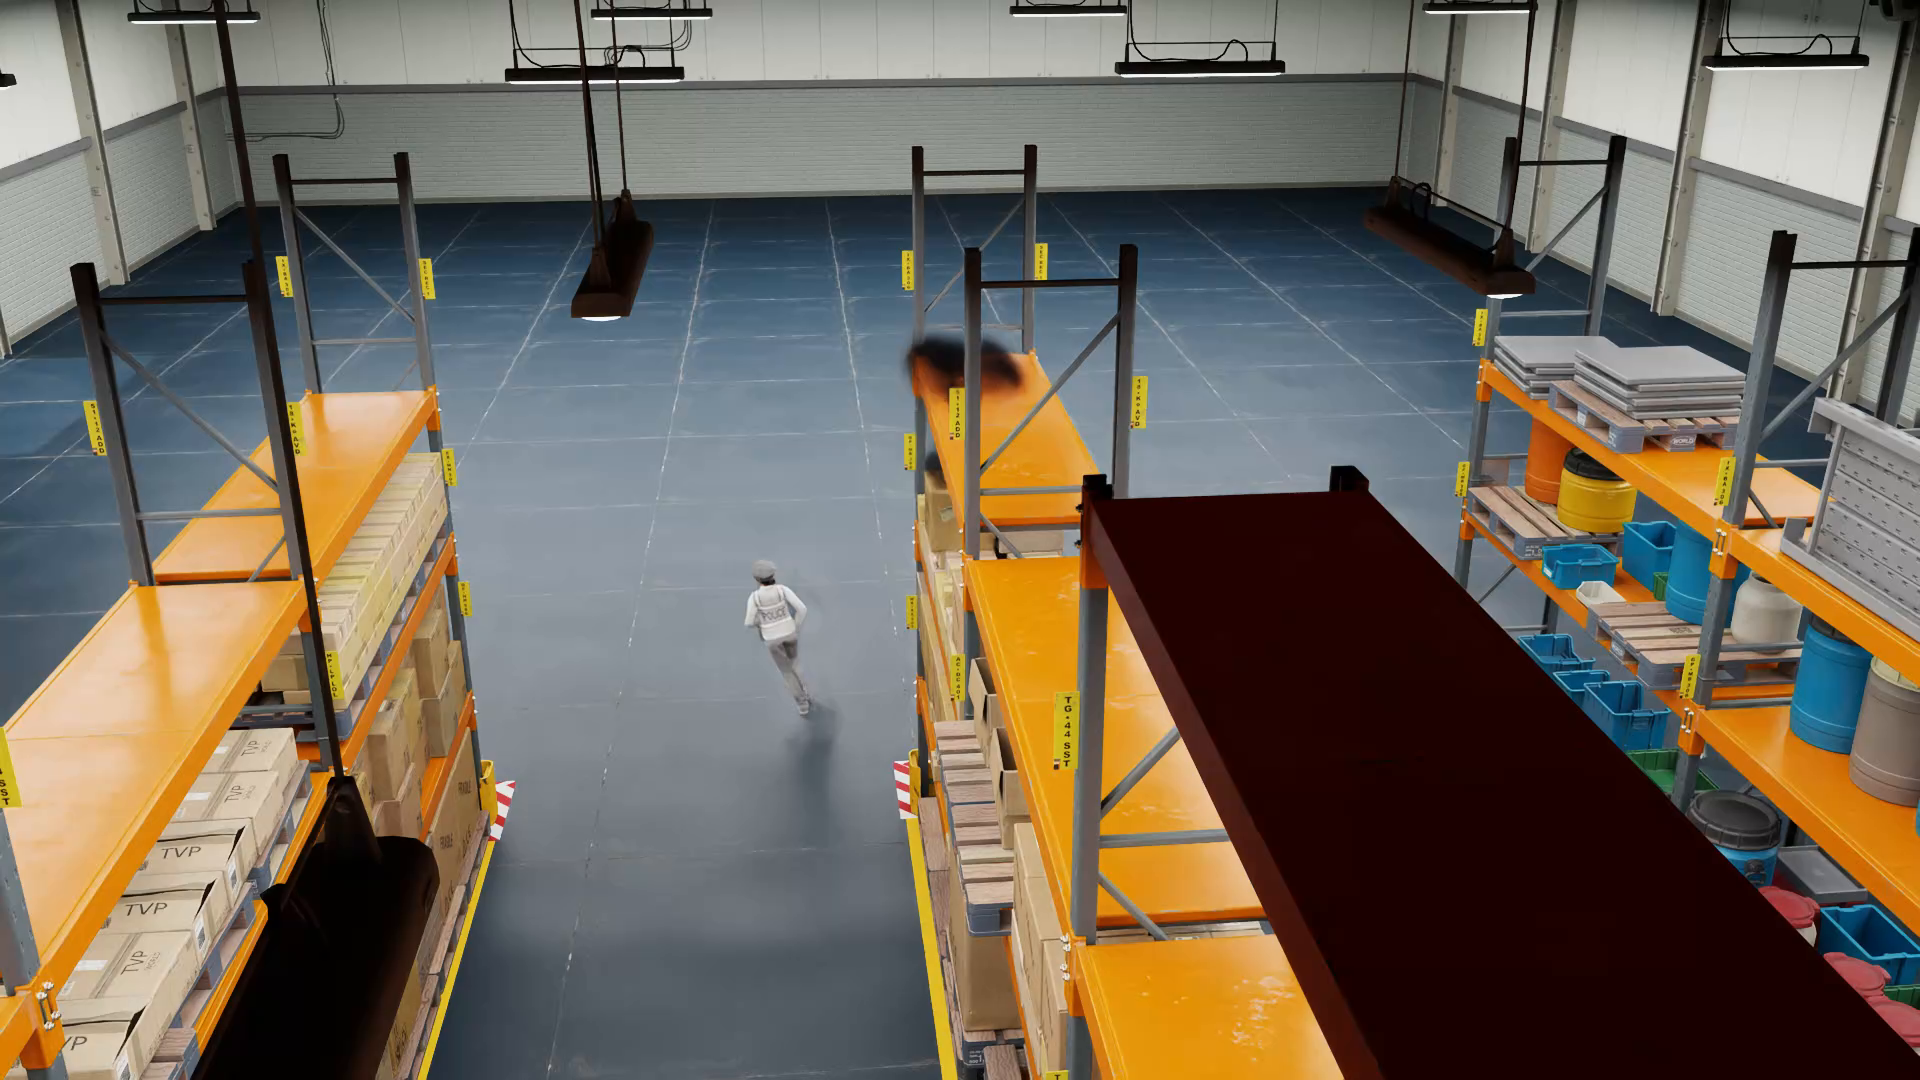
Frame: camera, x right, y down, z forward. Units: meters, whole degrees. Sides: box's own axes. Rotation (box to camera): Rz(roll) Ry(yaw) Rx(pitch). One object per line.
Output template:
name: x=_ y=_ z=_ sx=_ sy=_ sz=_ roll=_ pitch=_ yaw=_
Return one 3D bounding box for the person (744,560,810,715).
person: x=-1.818 y=1.022 z=16.896 sx=0.726 sy=1.705 sz=0.599 roll=-11 pitch=24 yaw=-25

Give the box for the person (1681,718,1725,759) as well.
person: x=7.235 y=1.442 z=15.846 sx=0.588 sy=1.670 sz=0.704 roll=-16 pitch=27 yaw=-36
